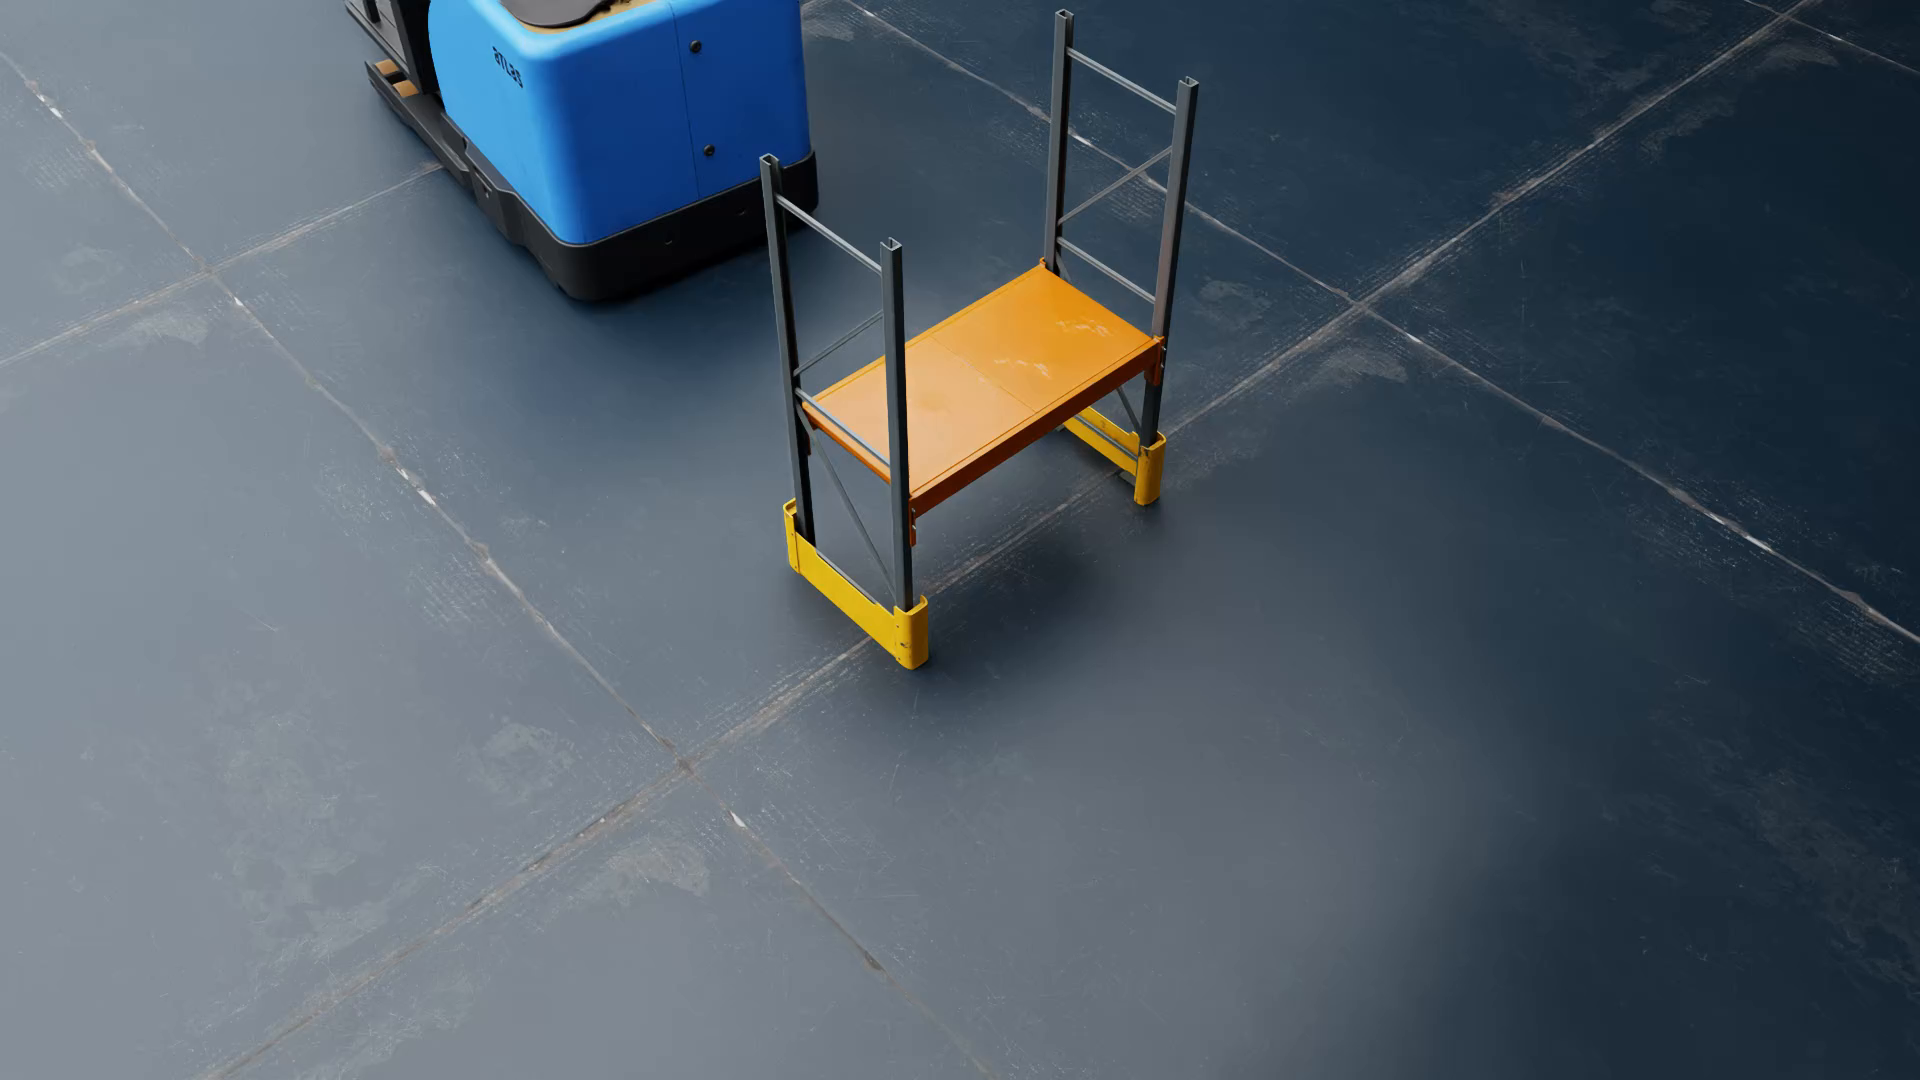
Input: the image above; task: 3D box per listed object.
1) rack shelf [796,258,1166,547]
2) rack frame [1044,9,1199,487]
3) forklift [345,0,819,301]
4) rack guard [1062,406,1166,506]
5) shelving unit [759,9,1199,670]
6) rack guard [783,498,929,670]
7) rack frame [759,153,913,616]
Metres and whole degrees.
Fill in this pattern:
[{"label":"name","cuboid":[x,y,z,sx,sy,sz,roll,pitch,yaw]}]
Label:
[{"label":"rack shelf","cuboid":[0.063,-0.429,4.870,1.000,0.185,0.538,-34,56,-27]},{"label":"rack frame","cuboid":[0.439,-0.802,4.970,0.032,1.500,0.500,-34,56,-27]},{"label":"forklift","cuboid":[-1.802,-2.898,5.929,1.130,2.935,3.031,-28,53,-23]},{"label":"rack guard","cuboid":[0.425,-0.369,5.420,0.087,0.250,0.587,-34,56,-27]},{"label":"shelving unit","cuboid":[0.056,-0.546,4.734,1.083,1.500,0.587,-34,56,-27]},{"label":"rack guard","cuboid":[-0.312,0.124,4.966,0.087,0.250,0.587,-34,56,-27]},{"label":"rack frame","cuboid":[-0.313,-0.299,4.506,0.032,1.500,0.500,-34,56,-27]}]
